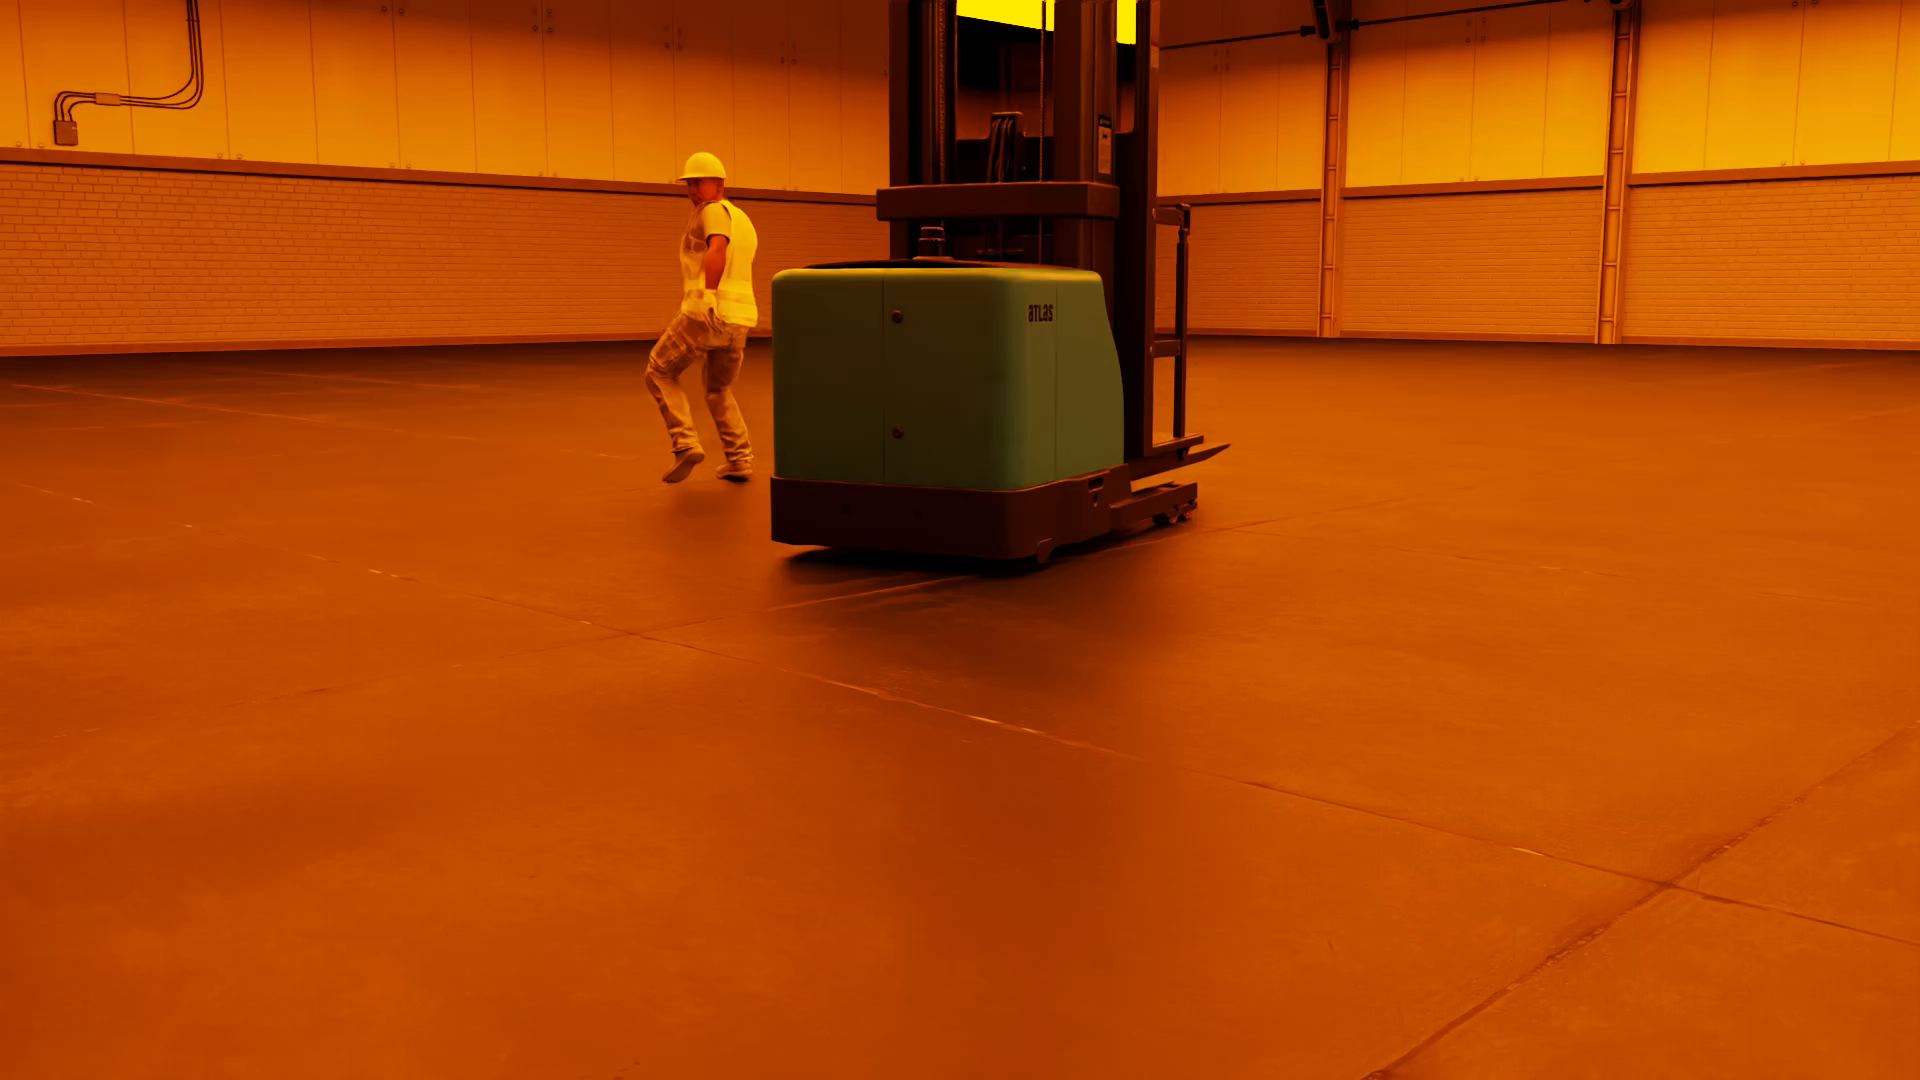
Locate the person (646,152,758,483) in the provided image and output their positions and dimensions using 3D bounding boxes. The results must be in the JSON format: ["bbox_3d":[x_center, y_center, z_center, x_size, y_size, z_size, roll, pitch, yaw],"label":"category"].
[{"bbox_3d":[-1.303,-1.145,8.685,0.758,1.725,0.740,6,10,33],"label":"person"}]

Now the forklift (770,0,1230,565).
[{"bbox_3d":[0.401,-1.541,7.108,1.130,2.935,3.031,4,10,26],"label":"forklift"}]
